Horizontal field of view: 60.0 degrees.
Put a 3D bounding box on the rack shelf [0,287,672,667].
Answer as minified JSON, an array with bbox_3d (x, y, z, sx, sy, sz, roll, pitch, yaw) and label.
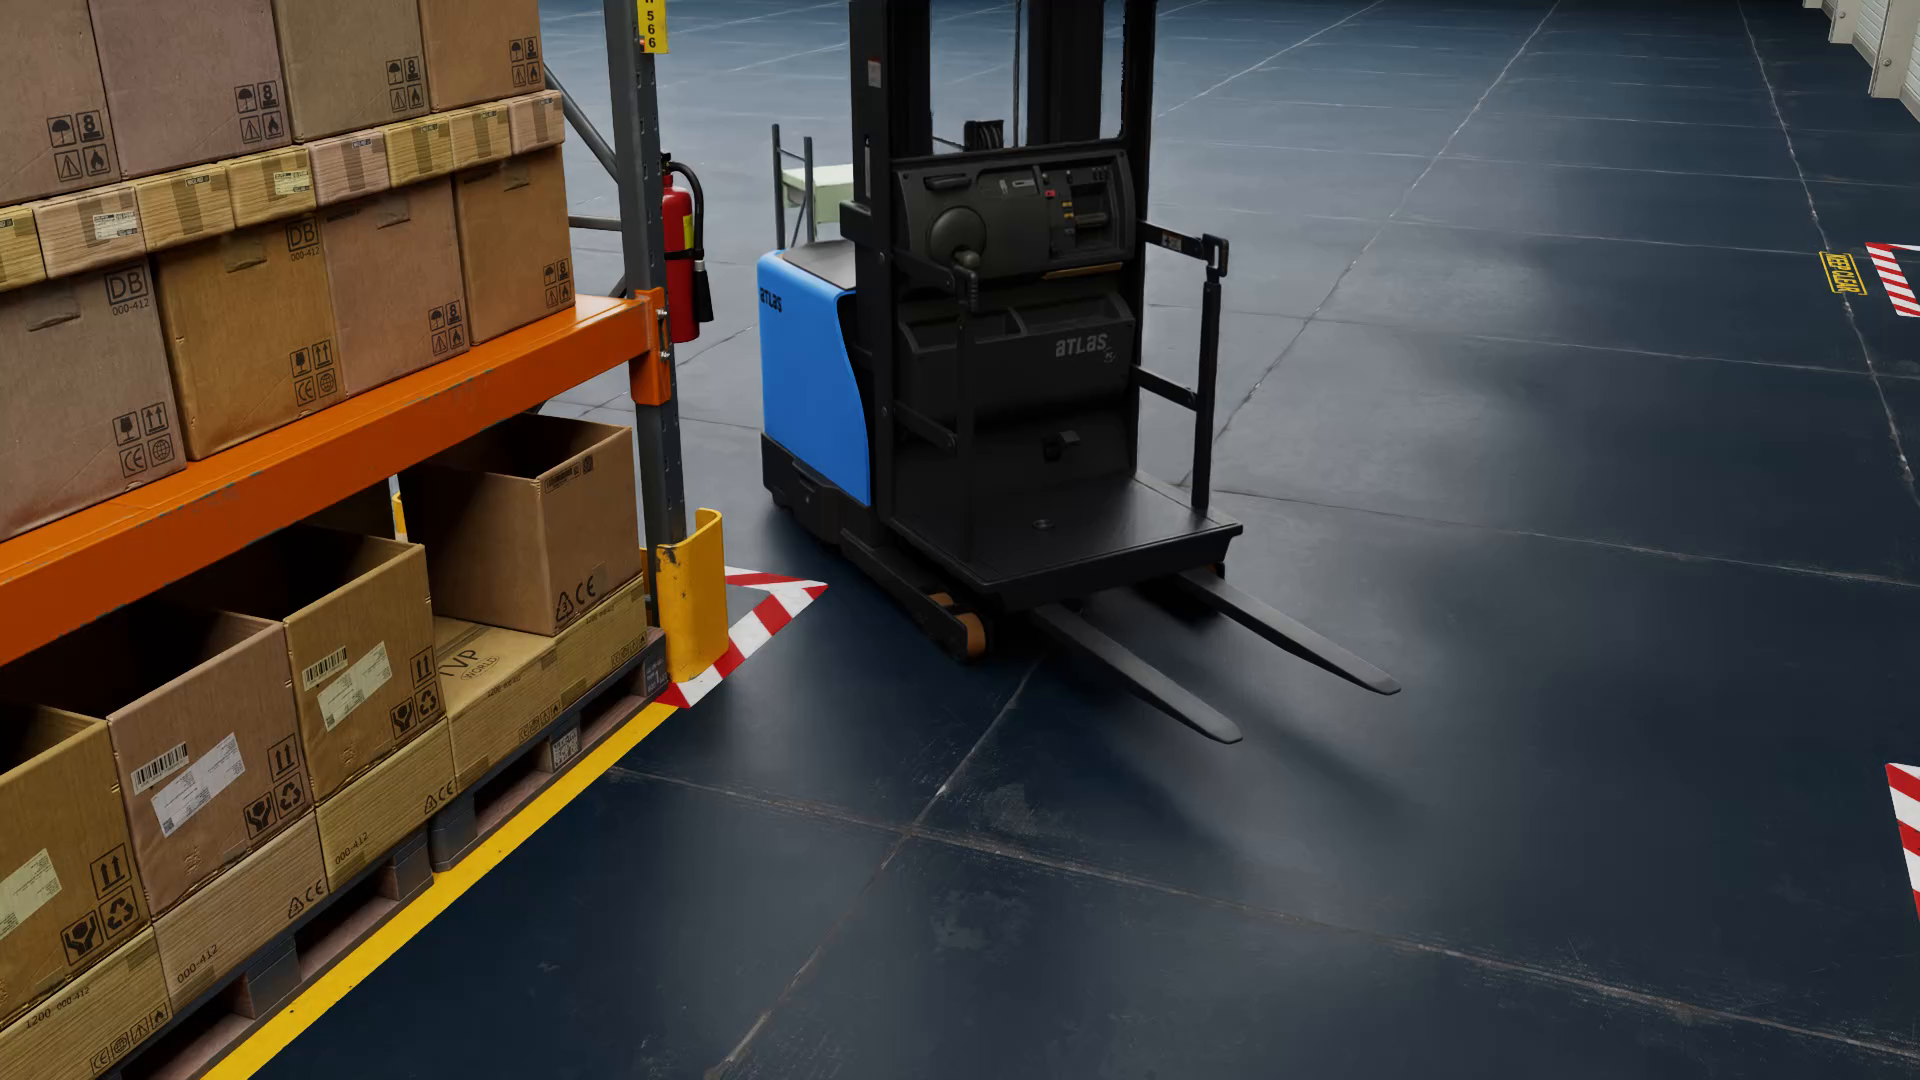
[{"bbox_3d":[-2.149,0.016,3.753,1.077,0.370,4.000,9,24,20],"label":"rack shelf"}]

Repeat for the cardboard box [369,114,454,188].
[{"bbox_3d":[-1.562,-1.027,4.347,0.380,0.149,0.250,8,24,19],"label":"cardboard box"}]

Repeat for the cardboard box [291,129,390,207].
[{"bbox_3d":[-1.657,-0.938,4.132,0.380,0.149,0.250,9,24,21],"label":"cardboard box"}]

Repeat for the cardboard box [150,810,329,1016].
[{"bbox_3d":[-1.877,0.816,3.926,0.500,0.250,0.500,9,24,20],"label":"cardboard box"}]

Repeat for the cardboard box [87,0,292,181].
[{"bbox_3d":[-1.988,-1.122,3.733,0.700,0.500,0.500,9,24,20],"label":"cardboard box"}]

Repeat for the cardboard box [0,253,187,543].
[{"bbox_3d":[-2.164,-0.358,3.585,0.700,0.500,0.500,10,24,22],"label":"cardboard box"}]

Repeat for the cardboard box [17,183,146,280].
[{"bbox_3d":[-1.945,-0.657,3.461,0.380,0.149,0.250,8,24,19],"label":"cardboard box"}]

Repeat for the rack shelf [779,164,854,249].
[{"bbox_3d":[-0.382,-1.451,7.266,0.720,0.370,0.431,-11,25,-25],"label":"rack shelf"}]

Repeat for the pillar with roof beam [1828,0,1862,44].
[{"bbox_3d":[8.656,-11.922,23.617,9.100,9.000,0.400,9,24,20],"label":"pillar with roof beam"}]

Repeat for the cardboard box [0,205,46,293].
[{"bbox_3d":[-2.040,-0.569,3.248,0.380,0.149,0.250,9,24,20],"label":"cardboard box"}]

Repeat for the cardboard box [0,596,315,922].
[{"bbox_3d":[-1.874,0.471,3.781,0.500,0.500,0.500,9,24,20],"label":"cardboard box"}]

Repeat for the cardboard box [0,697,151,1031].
[{"bbox_3d":[-2.058,0.650,3.352,0.500,0.500,0.500,9,24,20],"label":"cardboard box"}]

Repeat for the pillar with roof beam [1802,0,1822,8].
[{"bbox_3d":[10.884,-14.069,28.757,9.100,9.000,0.400,9,24,20],"label":"pillar with roof beam"}]

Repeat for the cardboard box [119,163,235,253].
[{"bbox_3d":[-1.851,-0.749,3.681,0.380,0.149,0.250,9,24,22],"label":"cardboard box"}]

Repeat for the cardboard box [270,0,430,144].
[{"bbox_3d":[-1.801,-1.303,4.165,0.700,0.500,0.500,8,24,19],"label":"cardboard box"}]

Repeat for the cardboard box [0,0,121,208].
[{"bbox_3d":[-2.174,-0.943,3.303,0.700,0.500,0.500,9,24,20],"label":"cardboard box"}]

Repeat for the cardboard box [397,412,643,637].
[{"bbox_3d":[-1.329,-0.068,5.070,0.500,0.500,0.500,9,24,20],"label":"cardboard box"}]

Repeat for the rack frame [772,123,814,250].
[{"bbox_3d":[-0.707,-1.027,7.263,0.023,1.500,0.400,-11,25,-25],"label":"rack frame"}]

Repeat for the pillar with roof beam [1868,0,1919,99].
[{"bbox_3d":[6.427,-9.775,18.477,9.100,9.000,0.400,9,24,20],"label":"pillar with roof beam"}]

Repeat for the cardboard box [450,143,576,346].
[{"bbox_3d":[-1.591,-0.912,4.912,0.700,0.500,0.500,9,24,20],"label":"cardboard box"}]

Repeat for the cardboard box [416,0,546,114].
[{"bbox_3d":[-1.611,-1.492,4.617,0.700,0.500,0.500,9,24,20],"label":"cardboard box"}]

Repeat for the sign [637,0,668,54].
[{"bbox_3d":[-0.907,-1.592,4.861,0.100,0.325,0.005,9,24,20],"label":"sign"}]

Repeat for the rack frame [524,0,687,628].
[{"bbox_3d":[-1.406,-1.031,5.327,1.000,3.000,0.127,9,24,20],"label":"rack frame"}]

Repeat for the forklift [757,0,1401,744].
[{"bbox_3d":[0.317,-1.135,5.665,1.130,2.935,3.031,-12,26,-27],"label":"forklift"}]

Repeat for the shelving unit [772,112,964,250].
[{"bbox_3d":[-0.382,-1.091,7.417,0.755,1.500,0.431,-11,25,-25],"label":"shelving unit"}]

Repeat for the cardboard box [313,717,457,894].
[{"bbox_3d":[-1.690,0.638,4.354,0.500,0.250,0.500,9,24,20],"label":"cardboard box"}]

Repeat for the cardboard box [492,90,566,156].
[{"bbox_3d":[-1.371,-1.213,4.790,0.380,0.149,0.250,8,24,19],"label":"cardboard box"}]

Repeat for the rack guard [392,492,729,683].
[{"bbox_3d":[-1.397,0.113,5.830,1.175,0.500,0.348,9,24,20],"label":"rack guard"}]

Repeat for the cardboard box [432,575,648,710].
[{"bbox_3d":[-1.331,0.278,5.216,0.500,0.250,0.500,9,24,20],"label":"cardboard box"}]

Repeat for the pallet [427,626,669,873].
[{"bbox_3d":[-1.651,0.535,5.195,1.003,0.211,1.213,9,24,20],"label":"pallet"}]

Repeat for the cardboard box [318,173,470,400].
[{"bbox_3d":[-1.782,-0.724,4.461,0.700,0.500,0.500,9,24,21],"label":"cardboard box"}]

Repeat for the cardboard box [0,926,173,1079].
[{"bbox_3d":[-2.057,0.996,3.496,0.500,0.250,0.500,9,24,20],"label":"cardboard box"}]

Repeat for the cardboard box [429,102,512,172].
[{"bbox_3d":[-1.467,-1.119,4.566,0.380,0.149,0.250,9,24,21],"label":"cardboard box"}]

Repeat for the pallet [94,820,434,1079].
[{"bbox_3d":[-2.106,0.970,4.154,1.003,0.211,1.213,9,24,20],"label":"pallet"}]

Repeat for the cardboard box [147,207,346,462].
[{"bbox_3d":[-1.972,-0.547,4.038,0.700,0.500,0.500,9,24,20],"label":"cardboard box"}]

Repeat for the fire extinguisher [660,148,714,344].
[{"bbox_3d":[-0.931,-0.971,5.284,0.296,0.674,0.183,9,24,20],"label":"fire extinguisher"}]

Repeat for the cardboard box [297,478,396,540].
[{"bbox_3d":[-1.996,0.037,4.820,0.500,0.500,0.500,9,24,20],"label":"cardboard box"}]

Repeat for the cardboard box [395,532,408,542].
[{"bbox_3d":[-1.812,0.204,5.393,0.500,0.250,0.500,9,24,20],"label":"cardboard box"}]

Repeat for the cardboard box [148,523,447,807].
[{"bbox_3d":[-1.687,0.292,4.209,0.500,0.500,0.500,9,24,20],"label":"cardboard box"}]

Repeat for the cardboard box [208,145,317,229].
[{"bbox_3d":[-1.755,-0.844,3.907,0.380,0.149,0.250,10,25,22],"label":"cardboard box"}]

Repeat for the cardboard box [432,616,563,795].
[{"bbox_3d":[-1.505,0.459,4.783,0.500,0.250,0.500,9,24,20],"label":"cardboard box"}]

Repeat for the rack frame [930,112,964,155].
[{"bbox_3d":[-0.056,-1.156,7.571,0.023,1.500,0.400,-11,25,-25],"label":"rack frame"}]
